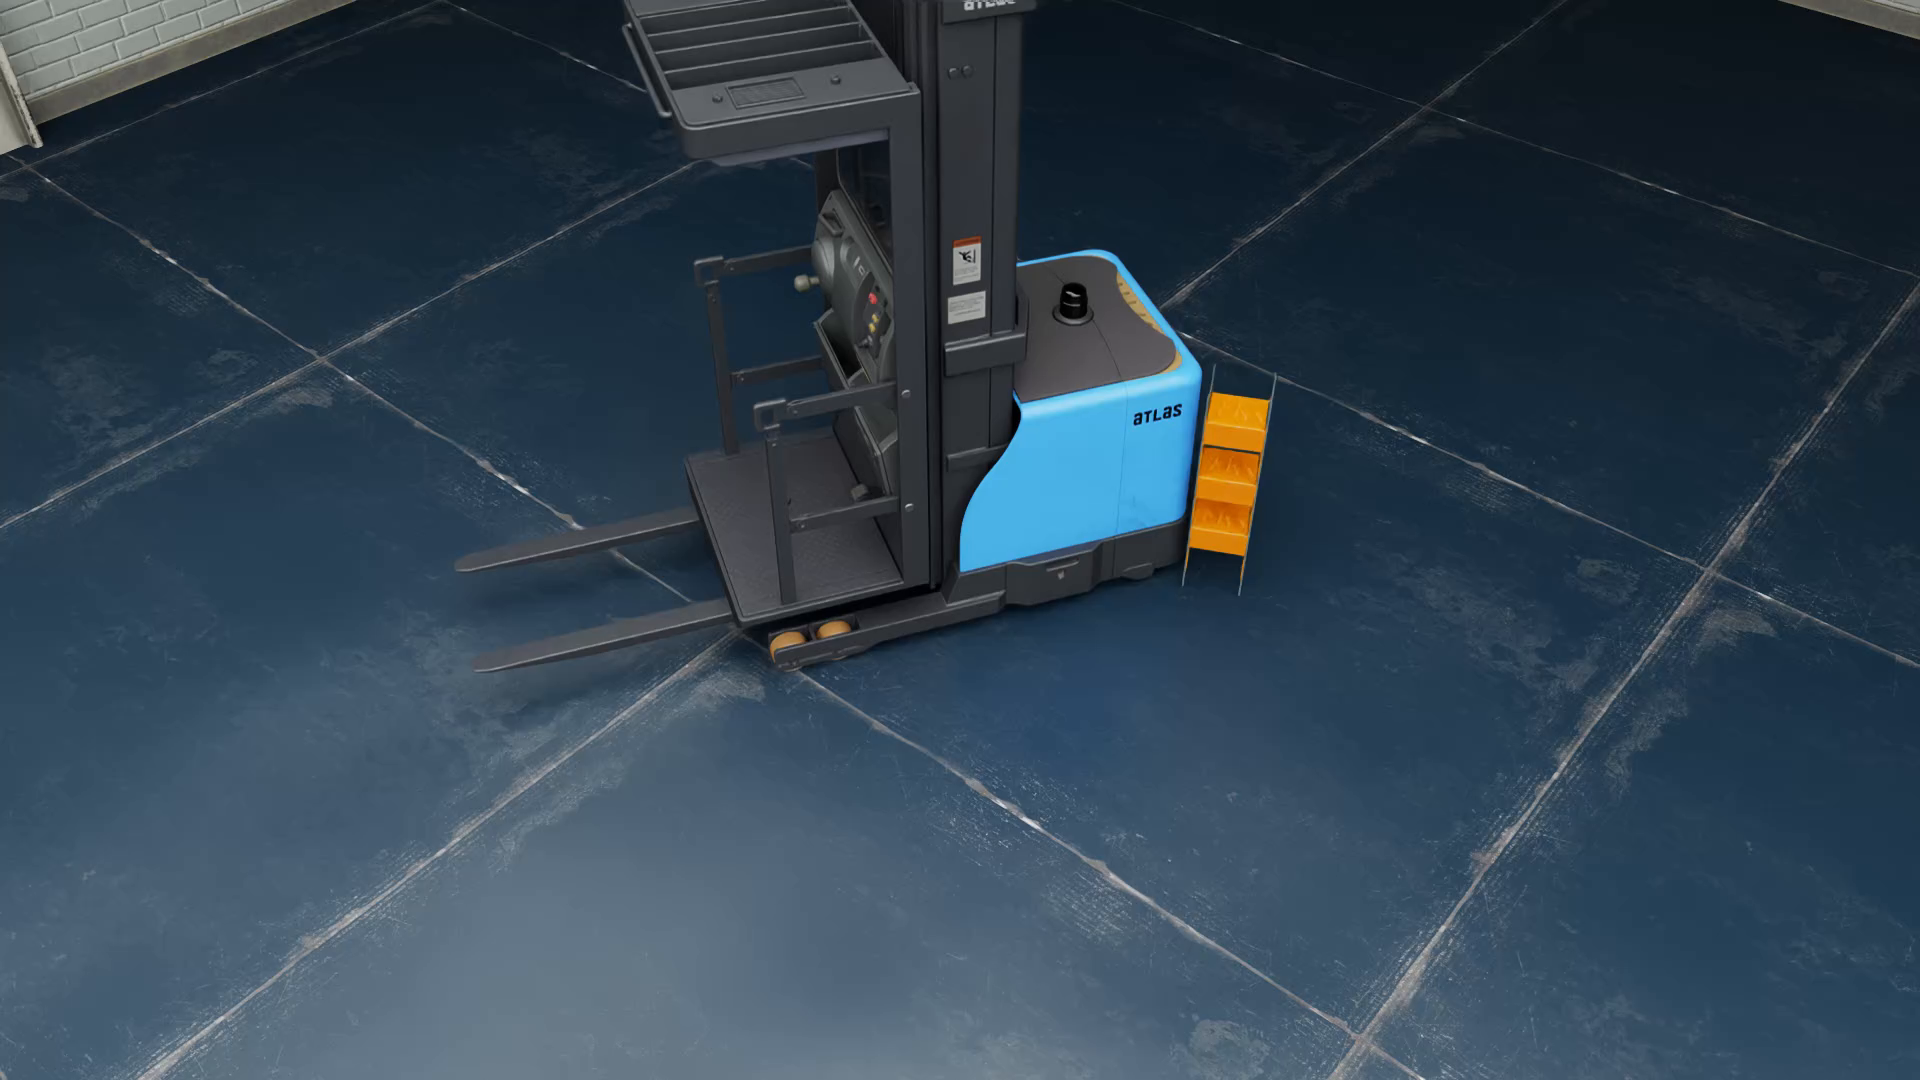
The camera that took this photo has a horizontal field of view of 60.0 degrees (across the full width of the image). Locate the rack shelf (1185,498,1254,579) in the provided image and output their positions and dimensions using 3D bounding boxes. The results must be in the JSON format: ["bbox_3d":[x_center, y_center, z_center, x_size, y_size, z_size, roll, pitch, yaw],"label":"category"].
[{"bbox_3d":[1.108,-0.017,7.098,0.240,0.259,0.215,9,43,10],"label":"rack shelf"}]

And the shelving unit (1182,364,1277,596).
[{"bbox_3d":[1.110,-0.230,6.903,0.252,1.050,0.215,9,43,10],"label":"shelving unit"}]

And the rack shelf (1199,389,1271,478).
[{"bbox_3d":[1.112,-0.432,6.719,0.240,0.259,0.215,9,43,10],"label":"rack shelf"}]

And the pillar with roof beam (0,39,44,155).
[{"bbox_3d":[-2.490,-3.821,4.945,9.100,9.000,0.400,29,50,28],"label":"pillar with roof beam"}]

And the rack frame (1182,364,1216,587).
[{"bbox_3d":[0.991,-0.250,6.924,0.008,1.050,0.200,9,43,10],"label":"rack frame"}]

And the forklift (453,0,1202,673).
[{"bbox_3d":[-0.593,-0.947,6.295,3.031,2.935,1.130,-13,44,-14],"label":"forklift"}]

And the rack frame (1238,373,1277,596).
[{"bbox_3d":[1.229,-0.210,6.883,0.008,1.050,0.200,9,43,10],"label":"rack frame"}]

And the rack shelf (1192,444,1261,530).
[{"bbox_3d":[1.110,-0.222,6.910,0.240,0.259,0.215,9,43,10],"label":"rack shelf"}]
